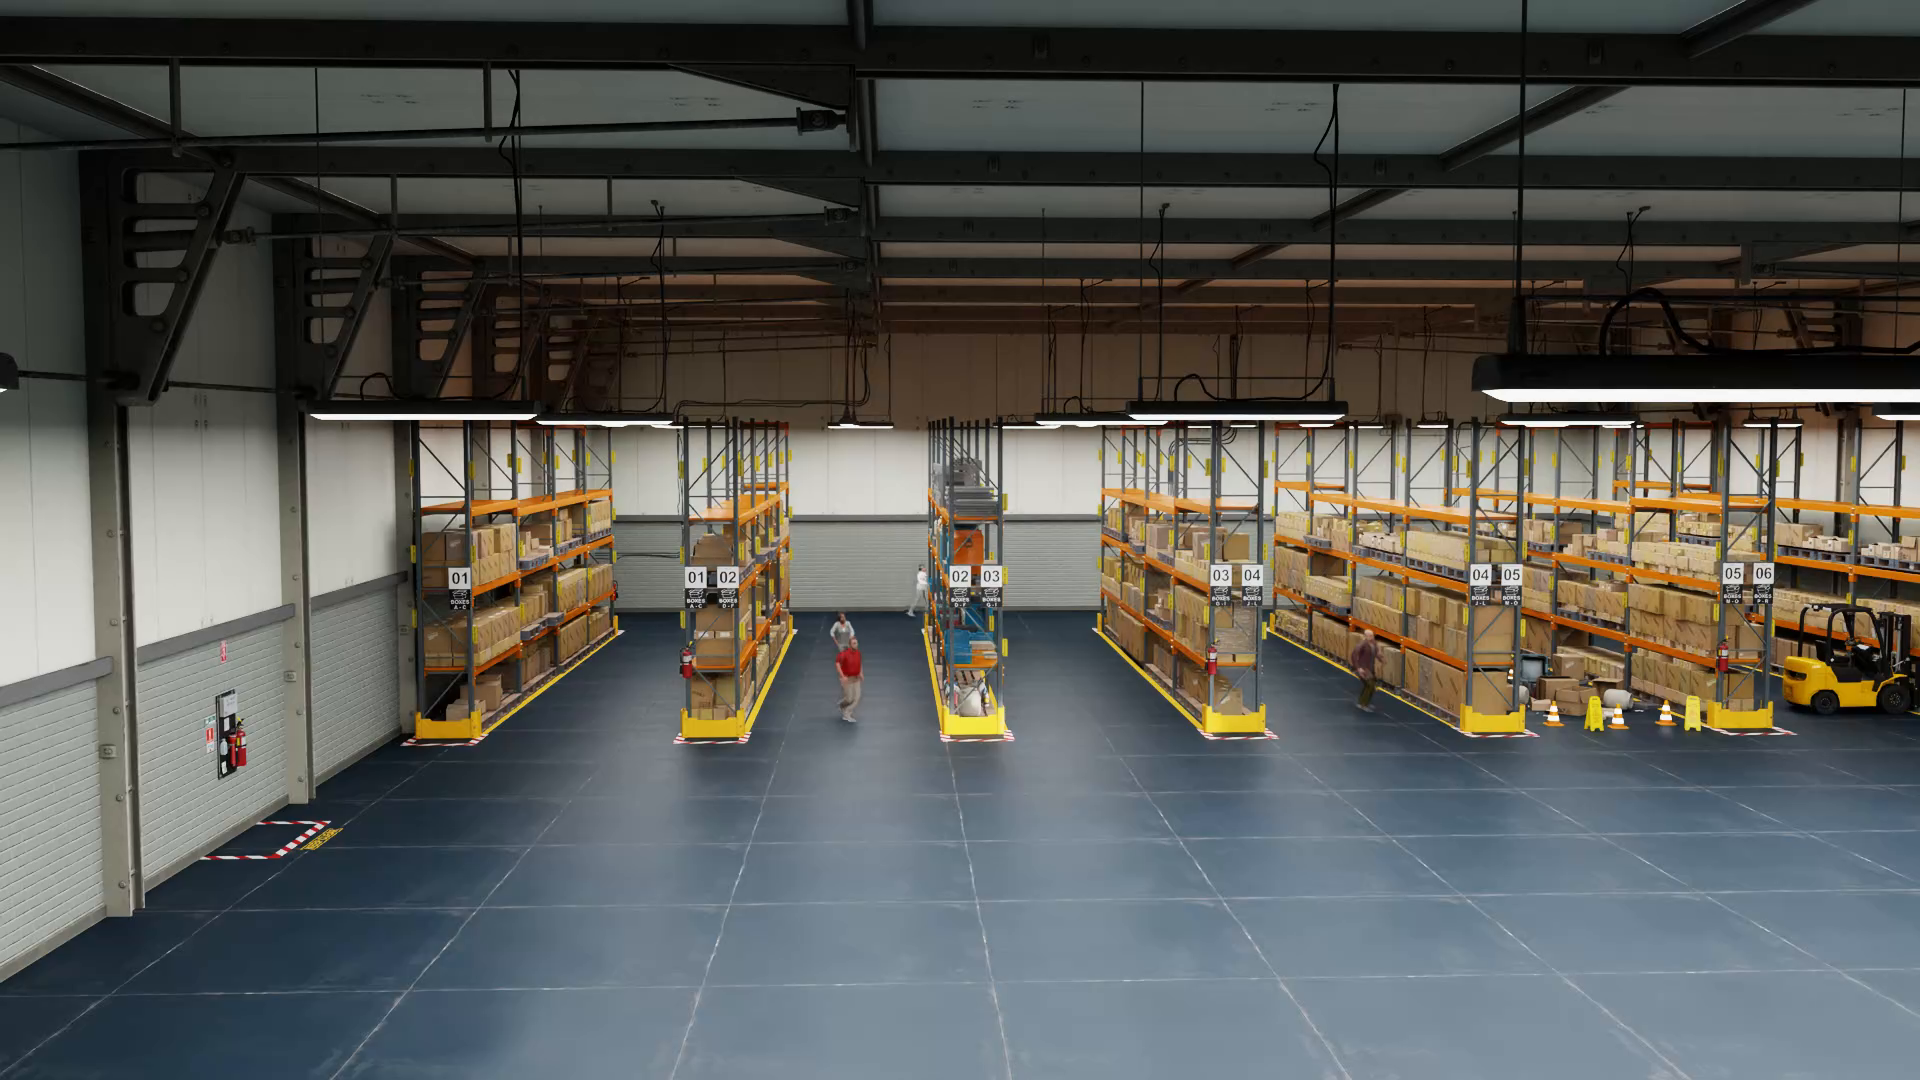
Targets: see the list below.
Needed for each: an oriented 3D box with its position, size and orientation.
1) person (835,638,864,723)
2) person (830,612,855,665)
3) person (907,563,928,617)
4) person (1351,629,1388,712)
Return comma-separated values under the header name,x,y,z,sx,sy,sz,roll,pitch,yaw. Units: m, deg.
name,x,y,z,sx,sy,sz,roll,pitch,yaw
person,-2.209,2.757,32.852,0.660,1.666,0.572,-3,5,-38
person,-2.705,2.430,38.294,0.560,1.566,0.778,0,4,-6
person,-1.195,1.564,50.718,0.845,1.740,0.596,2,4,23
person,8.360,2.673,34.076,0.748,1.717,0.807,-3,5,-43
